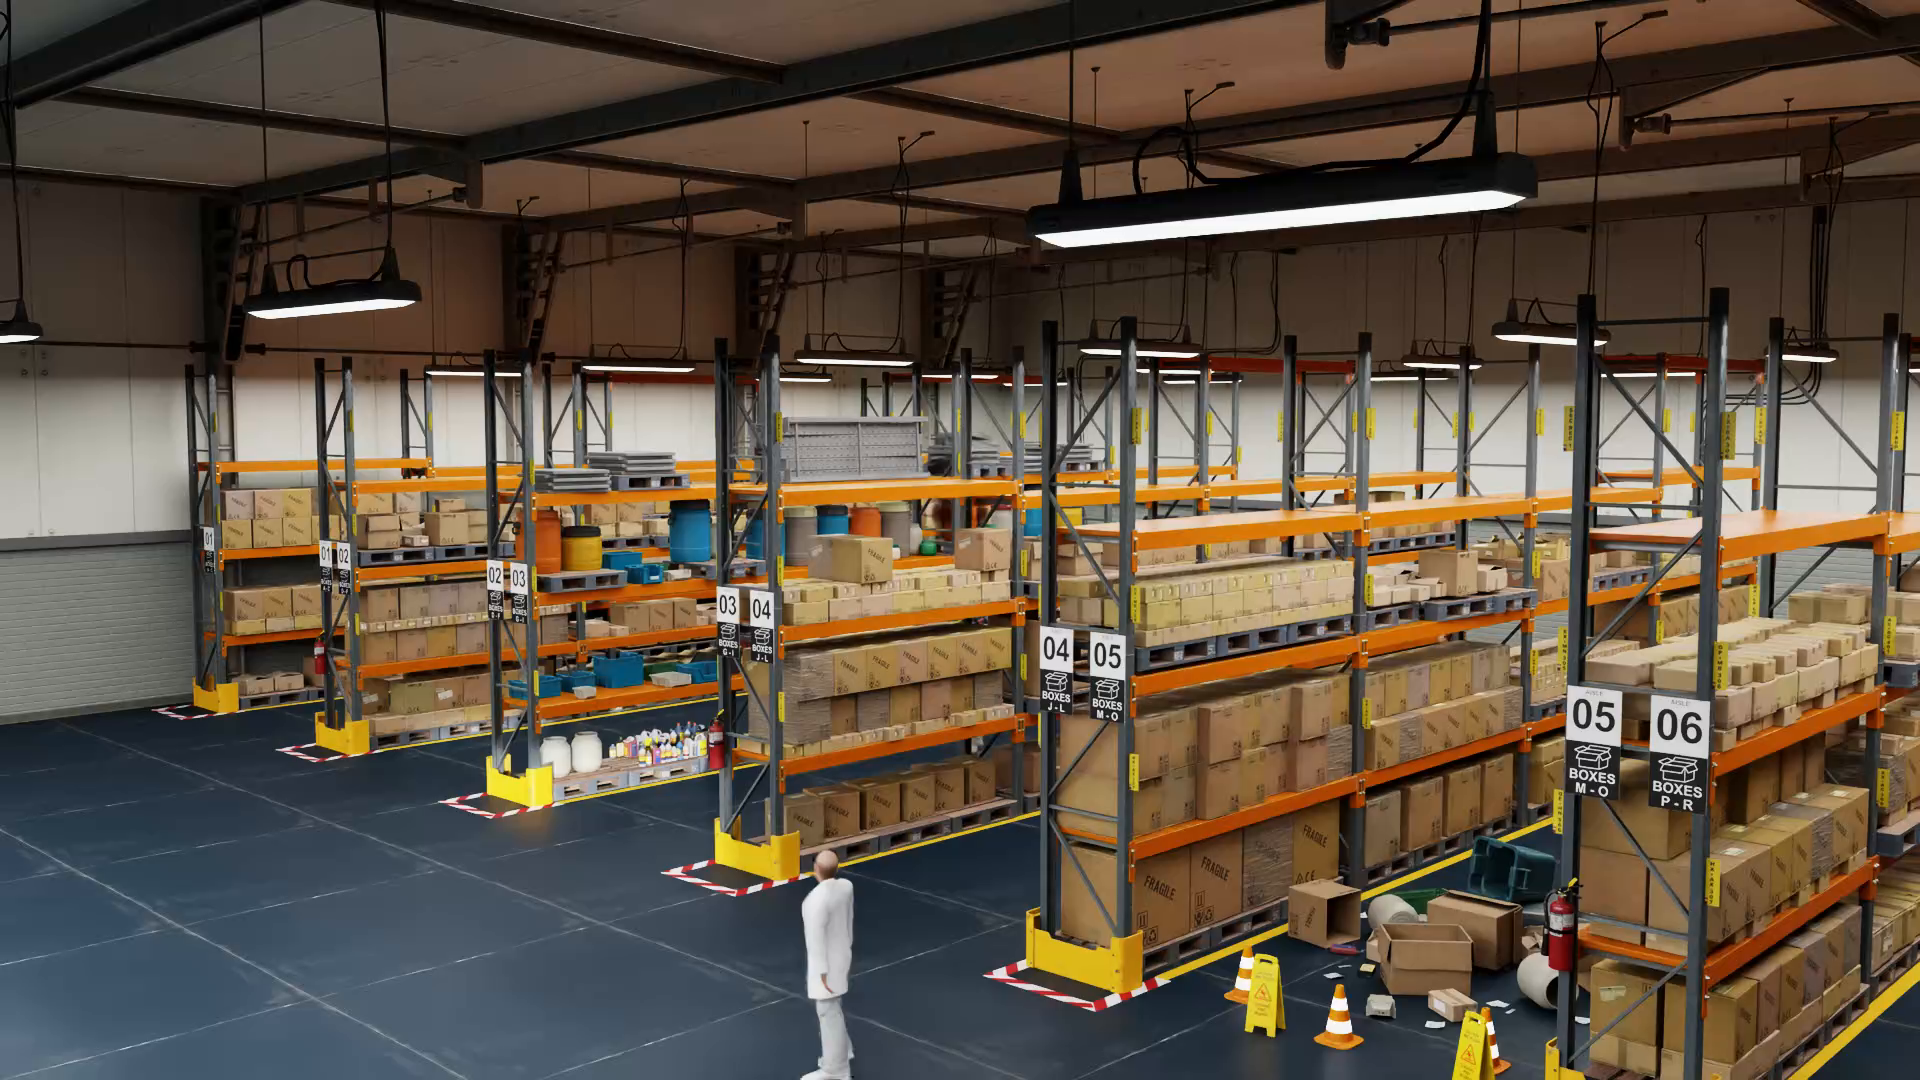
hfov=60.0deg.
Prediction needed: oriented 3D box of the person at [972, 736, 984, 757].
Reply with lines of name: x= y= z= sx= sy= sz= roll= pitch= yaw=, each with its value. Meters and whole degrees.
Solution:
person: x=0.191 y=2.423 z=24.039 sx=0.365 sy=1.805 sz=0.702 roll=4 pitch=6 yaw=42

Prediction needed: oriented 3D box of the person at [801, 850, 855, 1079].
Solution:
person: x=-1.014 y=3.281 z=12.906 sx=0.446 sy=1.808 sz=0.691 roll=1 pitch=5 yaw=16

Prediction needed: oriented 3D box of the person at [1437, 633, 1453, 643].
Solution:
person: x=7.820 y=2.255 z=26.784 sx=0.523 sy=1.644 sz=0.997 roll=4 pitch=6 yaw=42
